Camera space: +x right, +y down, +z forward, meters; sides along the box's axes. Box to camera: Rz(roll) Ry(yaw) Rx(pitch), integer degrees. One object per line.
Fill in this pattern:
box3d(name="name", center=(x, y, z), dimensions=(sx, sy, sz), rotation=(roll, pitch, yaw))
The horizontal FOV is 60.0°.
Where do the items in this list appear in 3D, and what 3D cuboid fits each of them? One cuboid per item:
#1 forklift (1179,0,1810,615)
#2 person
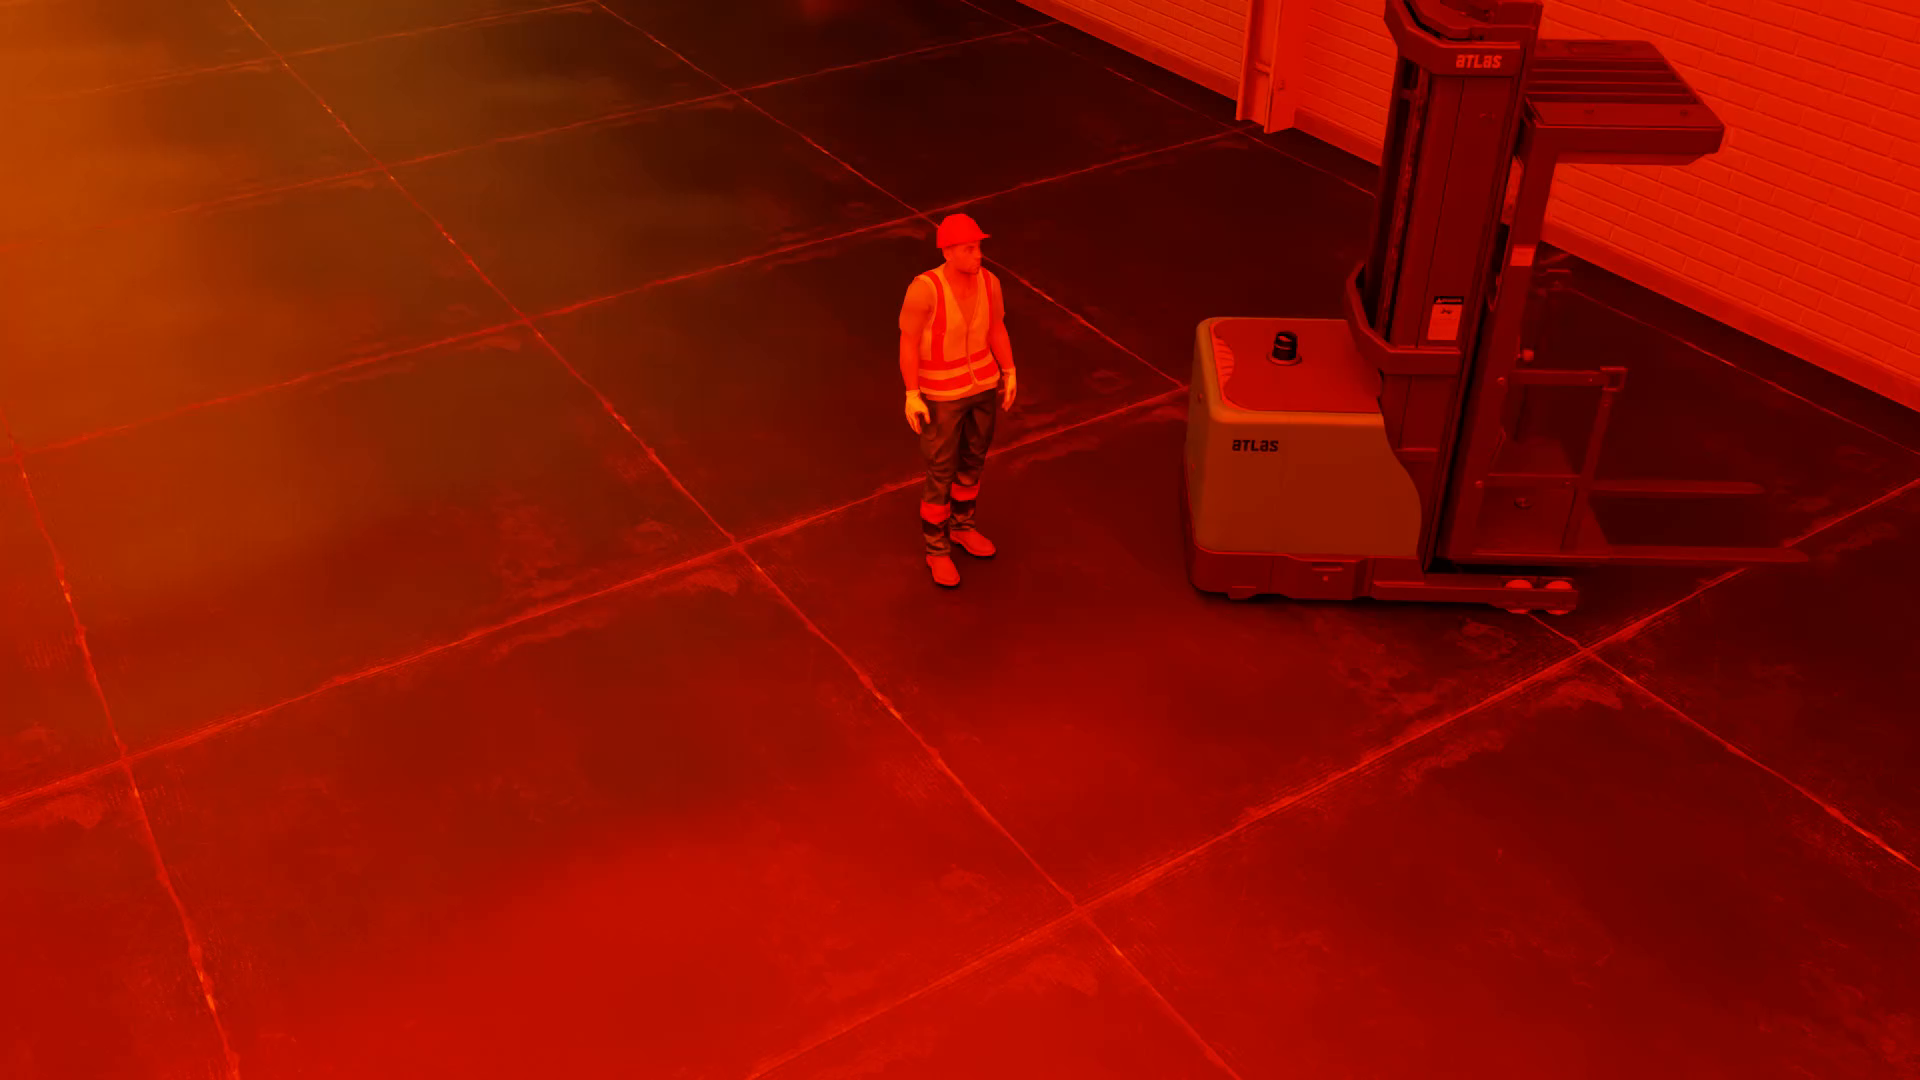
box3d(name="forklift", center=(2.678, -1.147, 7.780), dimensions=(3.031, 2.935, 1.130), rotation=(1, 35, 2))
box3d(name="person", center=(0.035, -0.695, 8.118), dimensions=(0.638, 1.790, 0.561), rotation=(-21, 40, -27))
